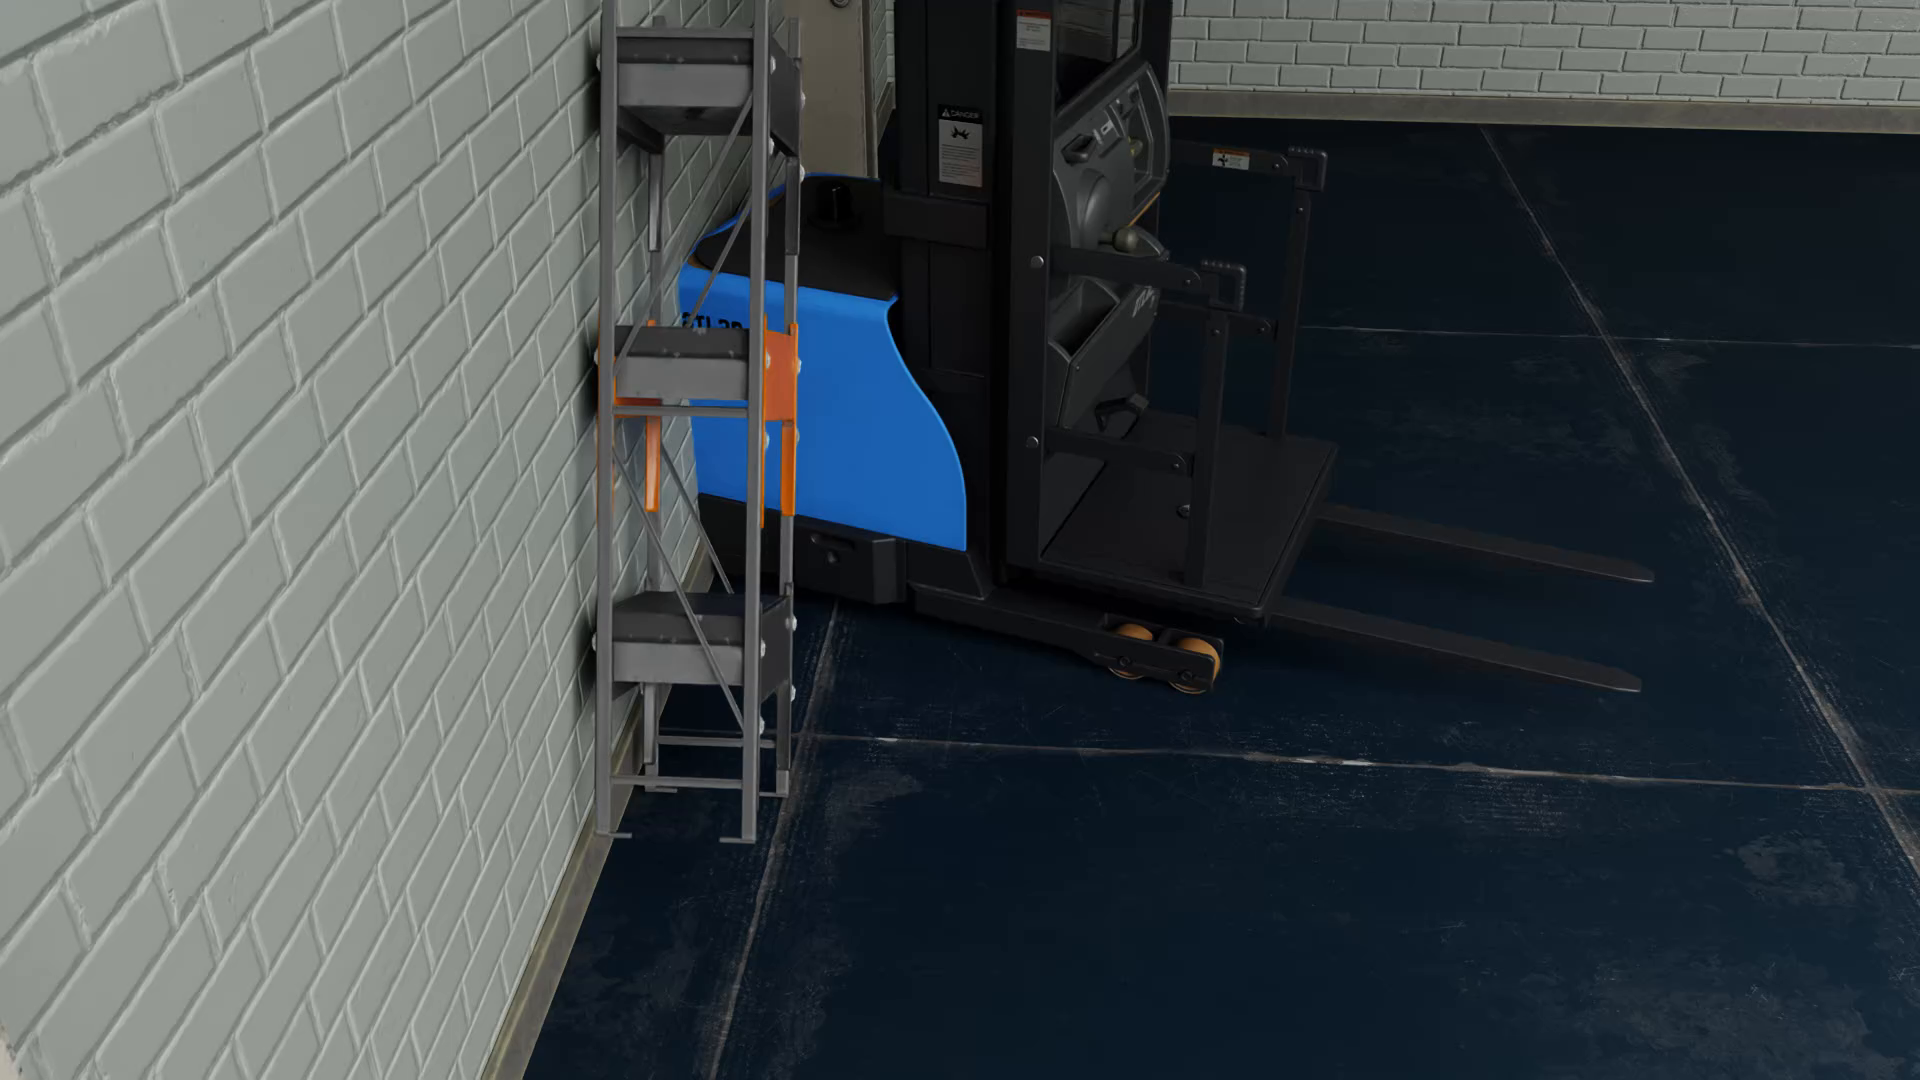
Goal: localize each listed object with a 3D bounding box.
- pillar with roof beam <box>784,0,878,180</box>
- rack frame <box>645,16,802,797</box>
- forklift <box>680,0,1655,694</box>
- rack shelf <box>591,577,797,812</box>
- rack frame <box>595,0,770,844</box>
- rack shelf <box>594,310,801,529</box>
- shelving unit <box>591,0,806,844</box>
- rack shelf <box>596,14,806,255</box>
[{"bbox_3d":[3.763,-4.662,4.737,9.100,9.000,0.400,2,32,4],"label":"pillar with roof beam"},{"bbox_3d":[-0.646,-0.344,4.511,0.400,2.100,0.015,2,5,3],"label":"rack frame"},{"bbox_3d":[0.630,-1.102,4.745,3.031,2.935,1.130,12,34,19],"label":"forklift"},{"bbox_3d":[-0.679,0.386,4.326,0.431,0.518,0.480,2,5,3],"label":"rack shelf"},{"bbox_3d":[-0.677,-0.305,4.025,0.400,2.100,0.015,2,5,3],"label":"rack frame"},{"bbox_3d":[-0.661,-0.311,4.269,0.431,0.518,0.480,2,5,3],"label":"rack shelf"},{"bbox_3d":[-0.661,-0.325,4.268,0.431,2.100,0.503,2,5,3],"label":"shelving unit"},{"bbox_3d":[-0.643,-1.009,4.212,0.431,0.518,0.480,2,5,3],"label":"rack shelf"}]
